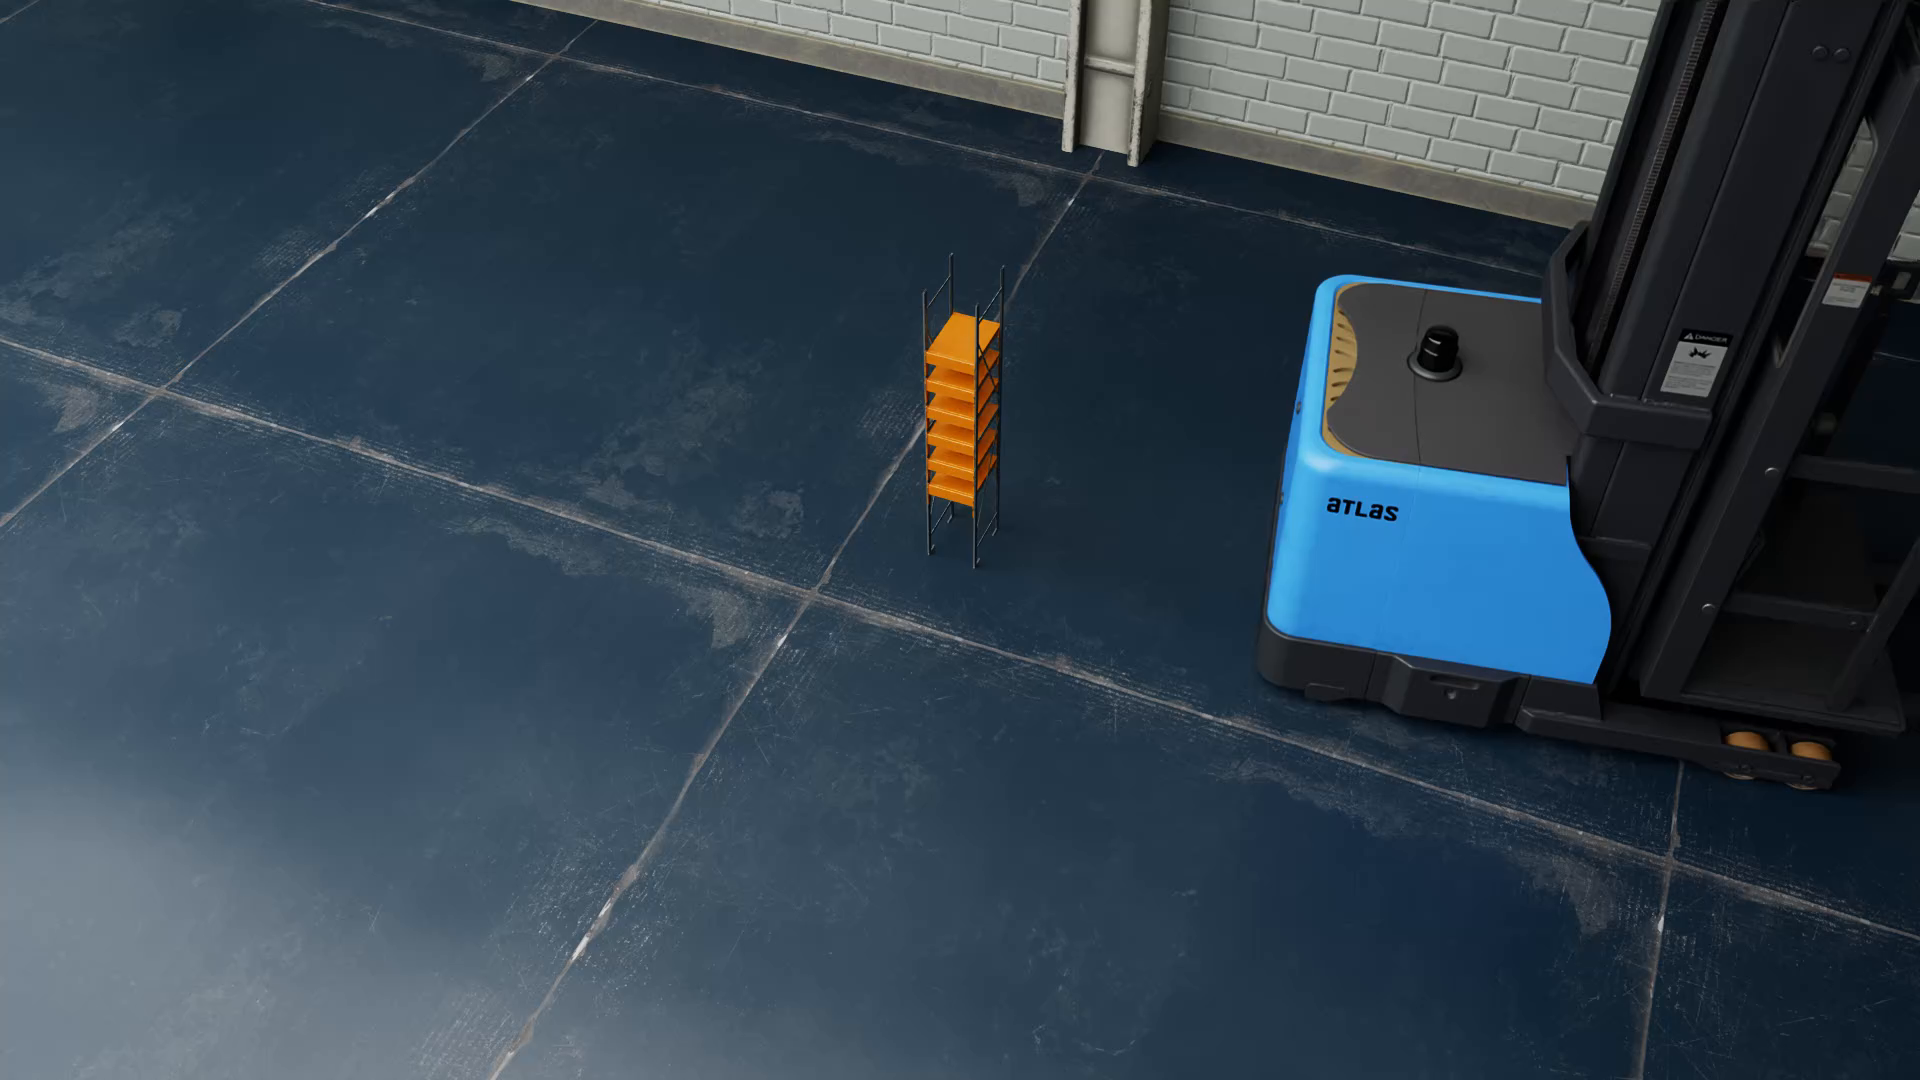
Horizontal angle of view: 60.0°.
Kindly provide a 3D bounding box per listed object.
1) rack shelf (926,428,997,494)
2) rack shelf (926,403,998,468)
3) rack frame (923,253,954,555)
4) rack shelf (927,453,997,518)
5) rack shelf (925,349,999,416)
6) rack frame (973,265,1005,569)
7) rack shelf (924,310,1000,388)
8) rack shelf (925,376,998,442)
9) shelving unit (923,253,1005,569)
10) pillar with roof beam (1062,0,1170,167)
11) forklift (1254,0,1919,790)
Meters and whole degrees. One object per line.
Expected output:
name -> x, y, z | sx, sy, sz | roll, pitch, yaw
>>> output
rack shelf -> 0.013, -0.305, 5.939 | 0.180, 0.103, 0.258 | 16, 47, 16
rack shelf -> 0.013, -0.390, 5.854 | 0.180, 0.103, 0.258 | 16, 47, 16
rack frame -> -0.071, -0.446, 5.848 | 0.006, 1.200, 0.240 | 16, 47, 16
rack shelf -> 0.013, -0.220, 6.023 | 0.180, 0.103, 0.258 | 16, 47, 16
rack shelf -> 0.013, -0.560, 5.685 | 0.180, 0.103, 0.258 | 16, 47, 16
rack frame -> 0.098, -0.397, 5.798 | 0.006, 1.200, 0.240 | 16, 47, 16
rack shelf -> 0.013, -0.645, 5.600 | 0.180, 0.103, 0.258 | 16, 47, 16
rack shelf -> 0.013, -0.475, 5.770 | 0.180, 0.103, 0.258 | 16, 47, 16
shelving unit -> 0.013, -0.421, 5.823 | 0.189, 1.200, 0.258 | 16, 47, 16
pillar with roof beam -> -0.917, -2.351, 2.233 | 0.400, 9.000, 9.100 | 16, 47, 16
forklift -> 2.585, -0.637, 4.813 | 3.031, 2.935, 1.130 | 9, 46, 9
